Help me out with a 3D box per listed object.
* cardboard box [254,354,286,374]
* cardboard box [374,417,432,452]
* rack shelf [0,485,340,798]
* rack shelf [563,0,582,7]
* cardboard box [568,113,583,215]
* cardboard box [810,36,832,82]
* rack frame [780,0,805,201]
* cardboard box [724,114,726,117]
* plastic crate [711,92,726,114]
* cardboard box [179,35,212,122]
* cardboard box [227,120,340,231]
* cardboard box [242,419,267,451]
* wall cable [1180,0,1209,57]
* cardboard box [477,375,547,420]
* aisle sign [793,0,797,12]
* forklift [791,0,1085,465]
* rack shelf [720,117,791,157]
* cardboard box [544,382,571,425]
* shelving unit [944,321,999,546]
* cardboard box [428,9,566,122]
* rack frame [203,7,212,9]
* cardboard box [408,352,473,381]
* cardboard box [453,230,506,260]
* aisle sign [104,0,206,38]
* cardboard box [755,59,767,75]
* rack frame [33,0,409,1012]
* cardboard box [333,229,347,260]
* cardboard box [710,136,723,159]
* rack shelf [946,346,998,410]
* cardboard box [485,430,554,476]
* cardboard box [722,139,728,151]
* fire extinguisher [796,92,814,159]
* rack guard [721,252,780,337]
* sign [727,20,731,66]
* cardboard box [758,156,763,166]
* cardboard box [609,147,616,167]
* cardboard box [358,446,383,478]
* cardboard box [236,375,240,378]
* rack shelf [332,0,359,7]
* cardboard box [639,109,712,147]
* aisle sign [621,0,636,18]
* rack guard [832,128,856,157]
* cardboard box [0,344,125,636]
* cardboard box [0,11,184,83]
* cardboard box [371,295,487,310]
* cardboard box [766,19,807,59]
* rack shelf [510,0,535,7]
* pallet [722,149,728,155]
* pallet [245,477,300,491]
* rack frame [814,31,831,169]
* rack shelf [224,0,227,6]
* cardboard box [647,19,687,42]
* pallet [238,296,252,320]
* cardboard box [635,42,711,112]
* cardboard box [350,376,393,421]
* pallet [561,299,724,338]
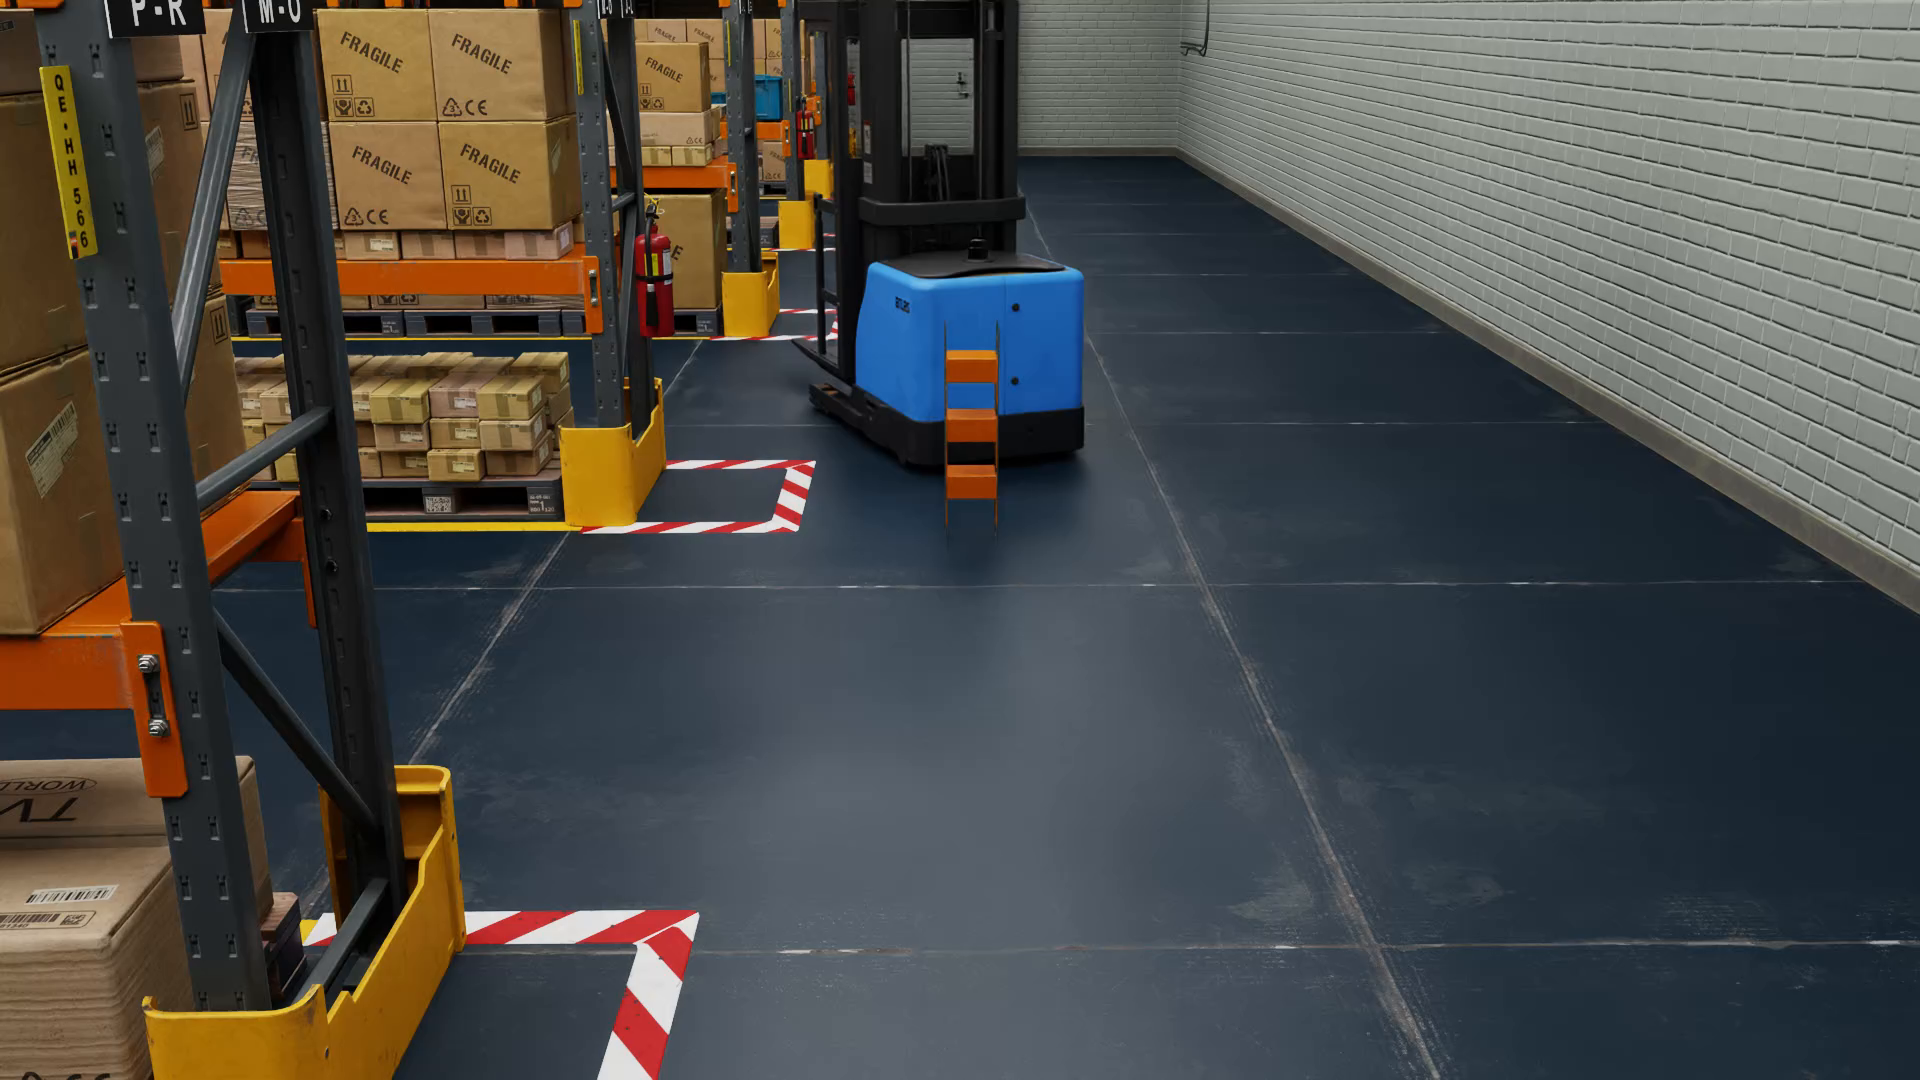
[{"bbox_3d":[-3.576,-0.888,8.910,0.250,0.149,0.380,0,18,0],"label":"cardboard box"},{"bbox_3d":[-2.774,-0.564,8.389,0.250,0.149,0.380,-1,18,-3],"label":"cardboard box"},{"bbox_3d":[-3.551,0.191,3.721,4.000,0.370,1.077,0,18,-1],"label":"rack shelf"},{"bbox_3d":[-3.731,-2.749,7.974,4.000,0.370,1.077,0,18,-1],"label":"rack shelf"},{"bbox_3d":[-2.184,-1.944,8.548,0.500,0.500,0.500,1,18,2],"label":"cardboard box"},{"bbox_3d":[-2.452,-7.864,27.161,0.700,0.700,0.980,1,18,2],"label":"cardboard box"},{"bbox_3d":[-1.786,-4.701,17.792,0.127,3.000,1.000,0,18,-1],"label":"rack frame"},{"bbox_3d":[-3.787,-7.067,27.508,0.250,0.149,0.380,0,18,0],"label":"cardboard box"},{"bbox_3d":[-2.697,-4.746,18.108,0.300,0.233,0.416,0,18,-1],"label":"plastic crate"},{"bbox_3d":[-3.740,-2.249,7.860,0.500,0.500,0.500,-1,18,-3],"label":"cardboard box"},{"bbox_3d":[-3.198,-1.775,8.020,0.500,0.500,0.500,0,18,-1],"label":"cardboard box"},{"bbox_3d":[-3.548,-0.562,8.383,0.250,0.149,0.380,1,18,2],"label":"cardboard box"},{"bbox_3d":[3.718,-9.023,26.527,0.112,2.526,3.097,0,18,-1],"label":"wall cable"},{"bbox_3d":[-2.256,-0.719,8.383,0.250,0.149,0.380,0,18,0],"label":"cardboard box"},{"bbox_3d":[-1.710,-5.850,17.117,0.004,0.787,0.394,0,18,-1],"label":"aisle sign"},{"bbox_3d":[-0.316,-2.214,10.152,1.130,2.935,3.031,-7,19,-21],"label":"forklift"},{"bbox_3d":[-3.786,-4.349,17.871,4.000,0.370,1.077,0,18,-1],"label":"rack shelf"},{"bbox_3d":[-2.259,-0.733,8.915,0.250,0.149,0.380,0,18,1],"label":"cardboard box"},{"bbox_3d":[0.053,-0.500,7.888,0.252,1.050,0.215,0,18,-1],"label":"shelving unit"},{"bbox_3d":[-2.184,-2.260,7.895,0.500,0.500,0.500,-1,18,-2],"label":"cardboard box"},{"bbox_3d":[-9.860,-6.175,22.387,0.127,3.000,1.000,0,18,-1],"label":"rack frame"},{"bbox_3d":[-2.788,-0.900,8.948,0.250,0.149,0.380,0,18,-1],"label":"cardboard box"},{"bbox_3d":[-2.302,-1.476,8.149,0.250,0.149,0.380,0,18,-1],"label":"cardboard box"},{"bbox_3d":[-1.475,-1.305,2.950,0.004,0.787,0.394,0,18,-1],"label":"aisle sign"},{"bbox_3d":[-2.823,-6.173,22.215,0.500,0.500,0.500,0,18,0],"label":"cardboard box"},{"bbox_3d":[-1.552,-0.162,3.641,0.127,3.000,1.000,0,18,-1],"label":"rack frame"},{"bbox_3d":[-3.071,-1.469,8.128,0.250,0.149,0.380,-1,18,-3],"label":"cardboard box"},{"bbox_3d":[-2.068,-3.168,13.423,0.250,0.149,0.380,0,18,0],"label":"cardboard box"},{"bbox_3d":[0.054,-0.760,7.805,0.240,0.259,0.215,0,18,-1],"label":"rack shelf"},{"bbox_3d":[-2.254,-0.449,8.517,0.250,0.149,0.380,0,18,0],"label":"cardboard box"},{"bbox_3d":[-3.644,-6.698,27.420,0.500,0.500,0.700,-1,18,-3],"label":"cardboard box"},{"bbox_3d":[-1.628,-4.349,17.430,0.183,0.674,0.296,0,18,-1],"label":"fire extinguisher"},{"bbox_3d":[-1.684,-1.998,13.458,0.348,0.500,1.175,0,18,-1],"label":"rack guard"},{"bbox_3d":[-1.713,-3.687,12.346,0.005,0.325,0.100,0,18,-1],"label":"sign"},{"bbox_3d":[-2.909,-5.196,23.115,0.500,0.250,0.500,0,18,-1],"label":"cardboard box"},{"bbox_3d":[-2.571,-2.964,12.787,0.250,0.149,0.380,0,18,-1],"label":"cardboard box"},{"bbox_3d":[-3.022,-0.437,8.479,0.250,0.149,0.380,0,18,0],"label":"cardboard box"},{"bbox_3d":[-3.820,-0.718,8.380,0.250,0.149,0.380,0,18,-1],"label":"cardboard box"},{"bbox_3d":[-7.942,-8.784,26.786,4.000,0.370,1.077,0,18,-1],"label":"rack shelf"},{"bbox_3d":[-2.188,-3.175,12.794,0.500,0.250,0.500,-1,18,-2],"label":"cardboard box"},{"bbox_3d":[-1.663,-3.003,8.242,0.004,0.787,0.394,0,18,-1],"label":"aisle sign"},{"bbox_3d":[-1.919,-6.537,27.606,0.348,0.500,1.175,0,18,-1],"label":"rack guard"},{"bbox_3d":[-2.030,-0.126,3.366,0.500,0.500,0.500,0,18,-1],"label":"cardboard box"},{"bbox_3d":[-1.911,-1.077,3.632,0.250,0.149,0.380,0,18,0],"label":"cardboard box"},{"bbox_3d":[-4.146,-2.340,13.224,0.875,0.875,0.875,0,18,-1],"label":"cardboard box"},{"bbox_3d":[-2.301,-6.652,22.071,0.500,0.500,0.500,0,18,-1],"label":"cardboard box"},{"bbox_3d":[-3.860,-7.290,22.129,4.000,0.370,1.077,0,18,-1],"label":"rack shelf"},{"bbox_3d":[-3.958,-6.366,27.548,1.213,0.211,1.003,0,18,-1],"label":"pallet"},{"bbox_3d":[-3.836,-0.347,8.783,1.213,0.211,1.003,0,18,-1],"label":"pallet"},{"bbox_3d":[-1.861,-6.214,22.508,0.127,3.000,1.000,0,18,-1],"label":"rack frame"},{"bbox_3d":[-7.707,-4.245,12.637,4.000,0.370,1.077,0,18,-1],"label":"rack shelf"},{"bbox_3d":[-3.838,-6.642,22.043,0.500,0.500,0.500,0,18,1],"label":"cardboard box"},{"bbox_3d":[-6.478,-1.815,13.358,1.213,0.211,1.003,0,18,-1],"label":"pallet"},{"bbox_3d":[-2.191,-3.533,12.681,0.500,0.500,0.500,0,18,0],"label":"cardboard box"},{"bbox_3d":[-3.025,-0.713,8.366,0.250,0.149,0.380,-1,18,-3],"label":"cardboard box"},{"bbox_3d":[-2.506,-1.833,13.415,1.213,0.211,1.003,0,18,-1],"label":"pallet"}]
